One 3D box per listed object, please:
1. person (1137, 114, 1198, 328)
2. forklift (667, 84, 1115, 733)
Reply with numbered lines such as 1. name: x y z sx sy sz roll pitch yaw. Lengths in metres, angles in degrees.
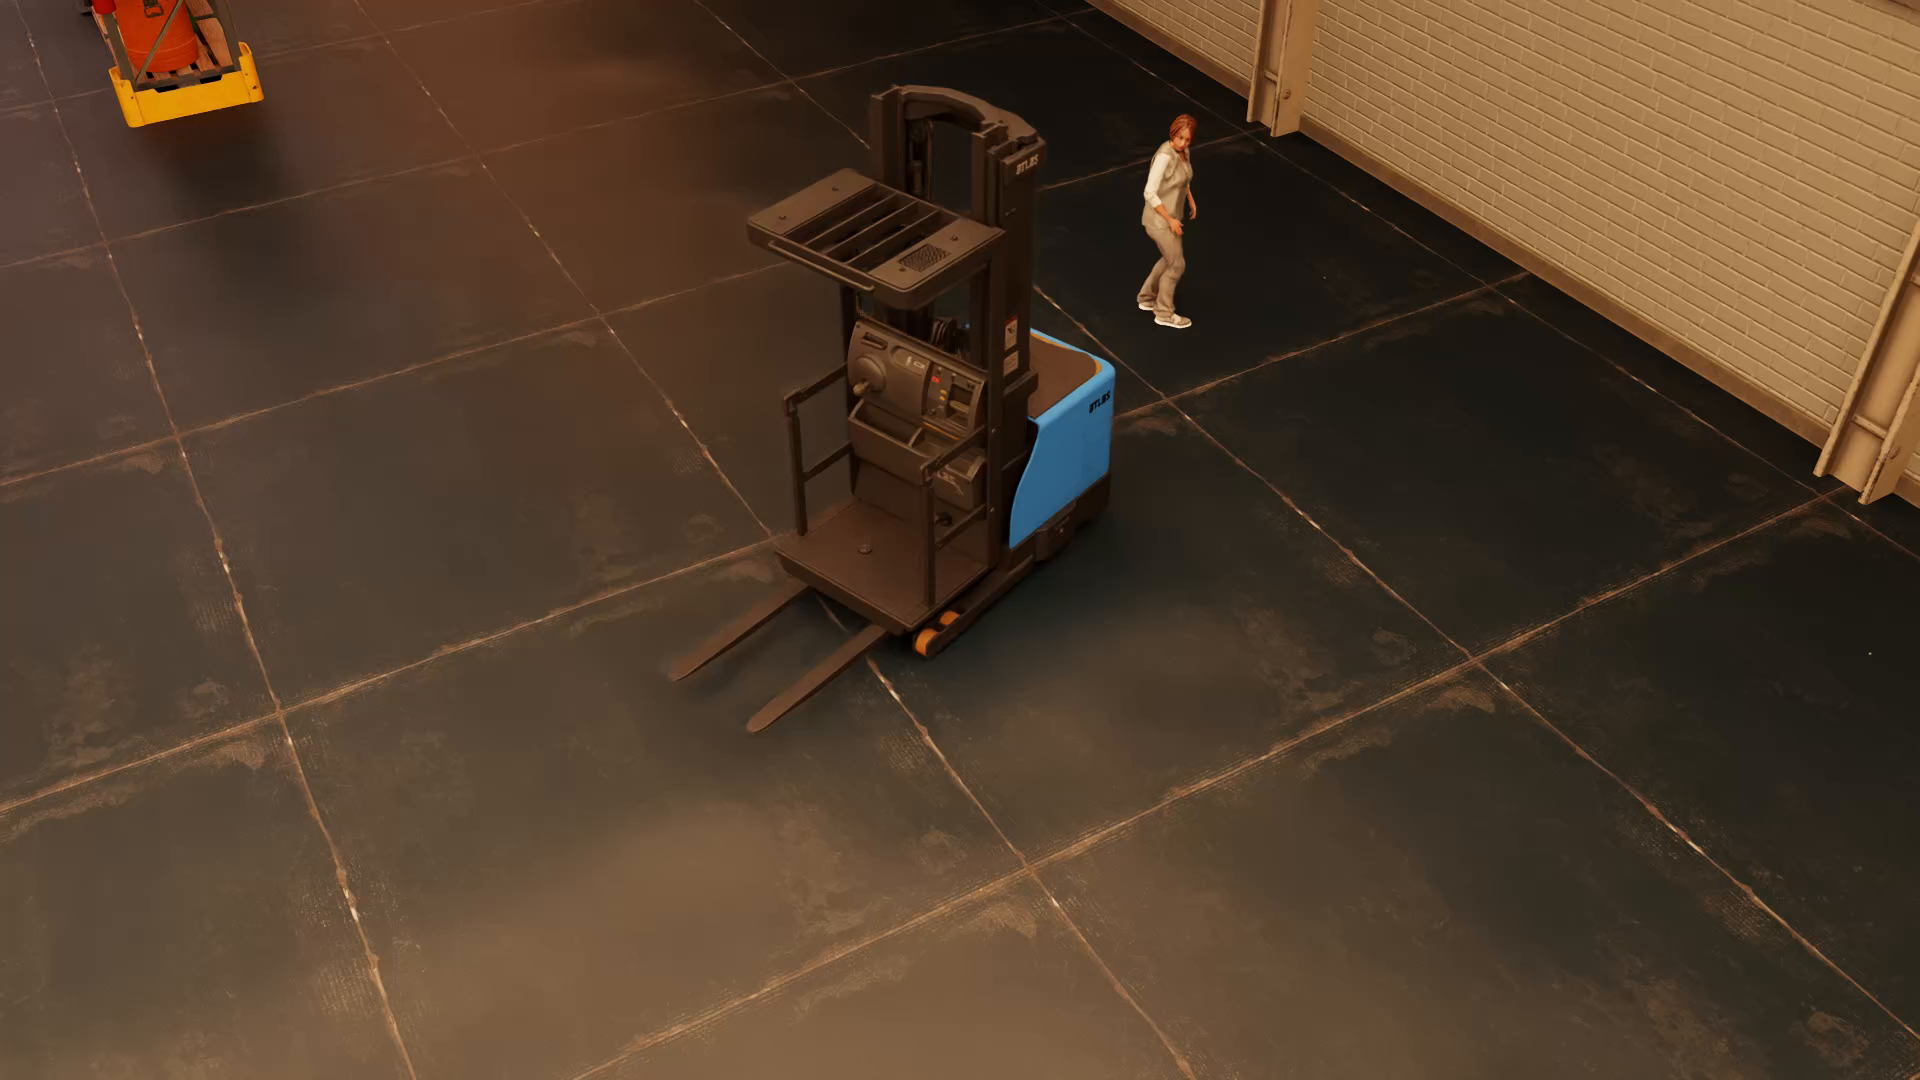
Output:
1. person: 1.528 -2.288 11.872 0.444 1.570 0.614 12 41 14
2. forklift: -0.382 -0.820 9.025 1.130 2.935 3.031 28 47 29
